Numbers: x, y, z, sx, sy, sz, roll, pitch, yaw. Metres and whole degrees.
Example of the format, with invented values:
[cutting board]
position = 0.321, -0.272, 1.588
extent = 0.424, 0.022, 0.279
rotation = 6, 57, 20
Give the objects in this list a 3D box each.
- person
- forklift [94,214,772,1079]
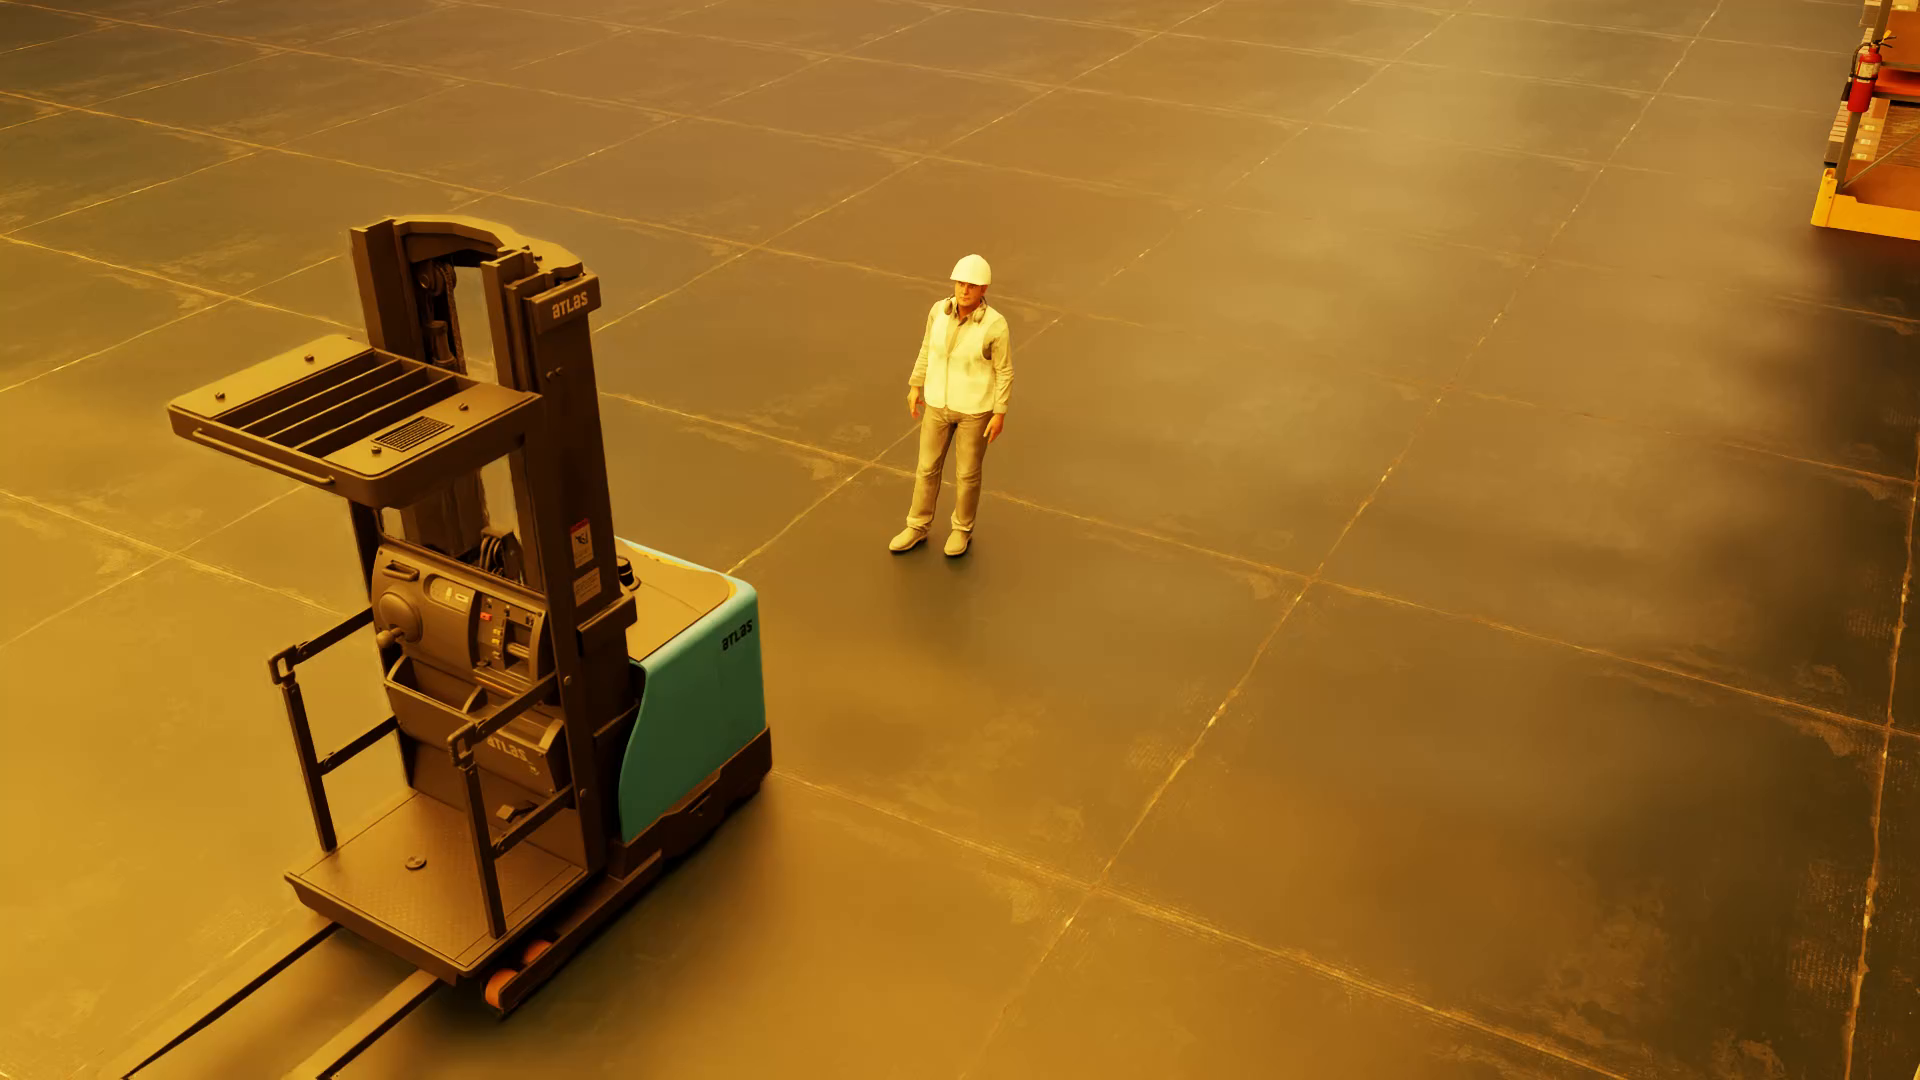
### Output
[person]
position = -0.037, -0.749, 9.511
extent = 0.634, 1.775, 0.566
rotation = 15, 33, 25
[forklift]
position = -2.106, 0.361, 6.446
extent = 1.130, 2.935, 3.031
rotation = 17, 34, 27
